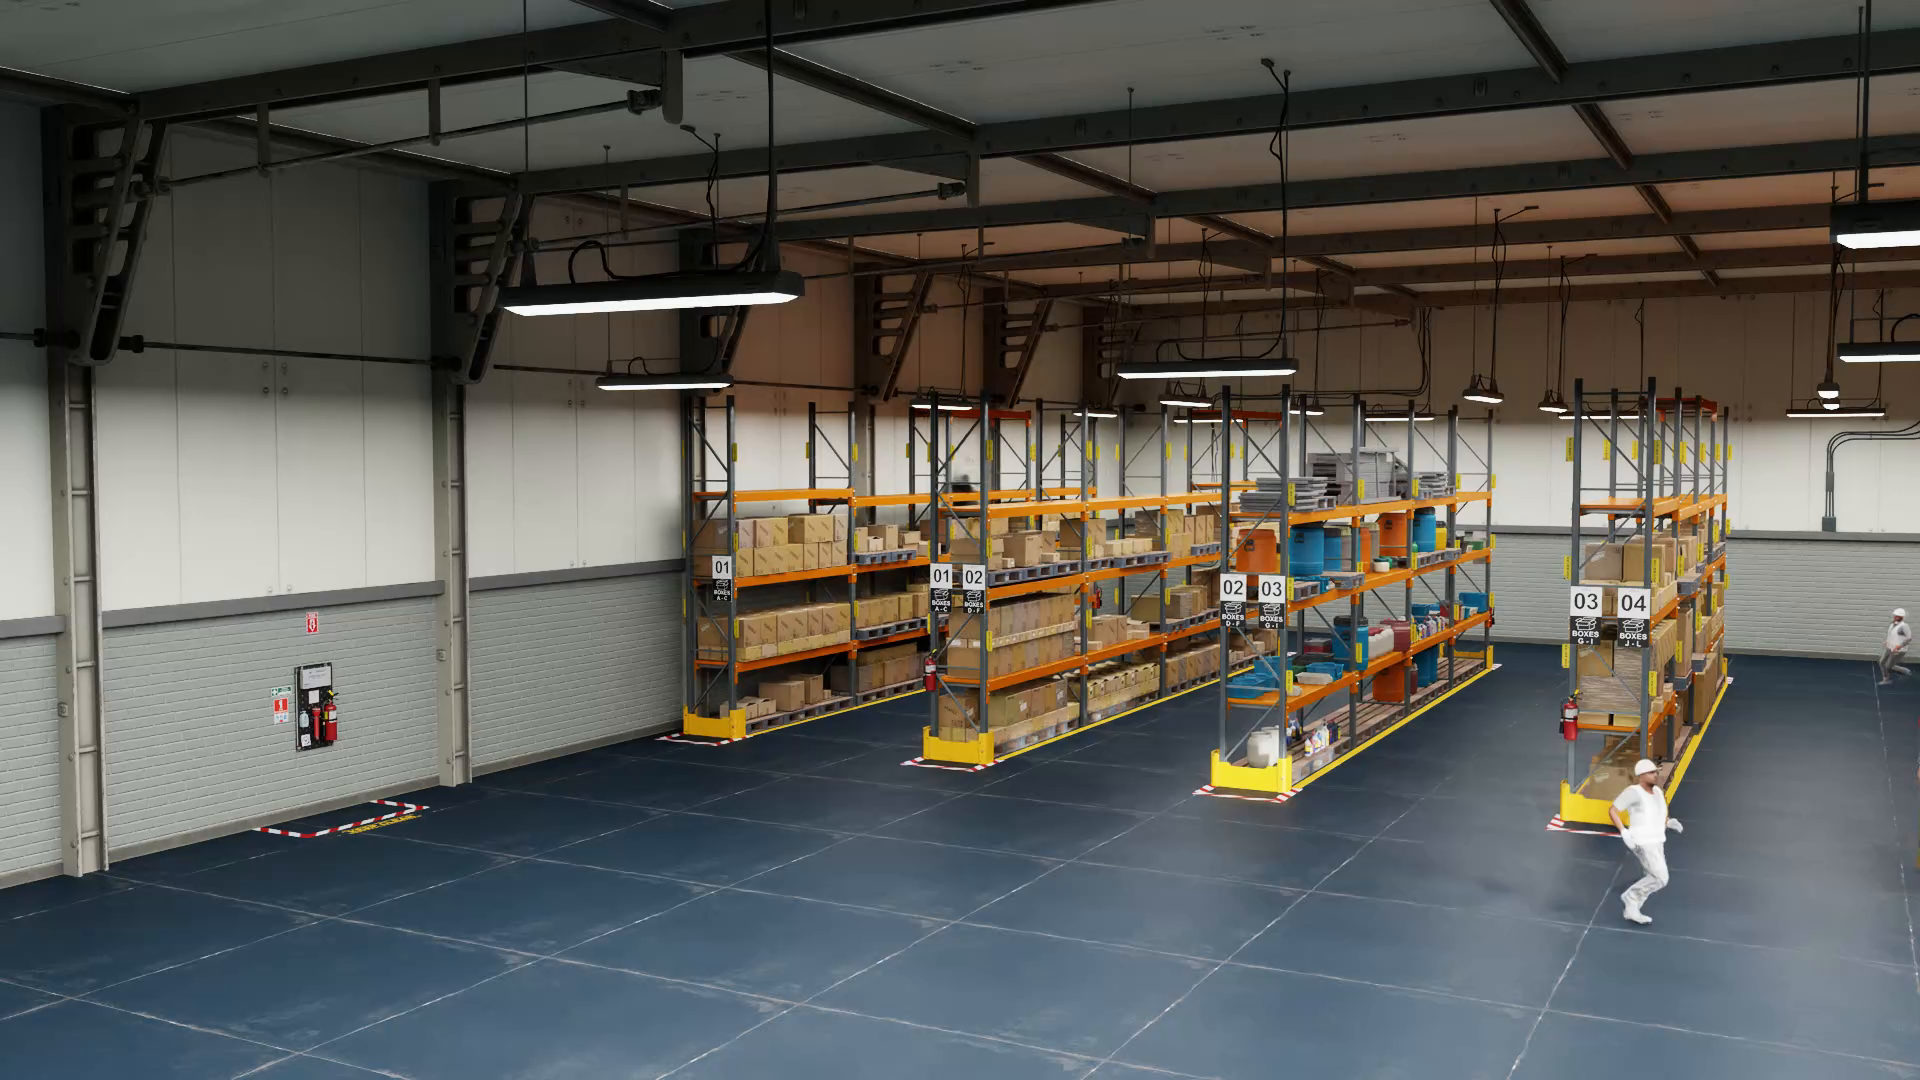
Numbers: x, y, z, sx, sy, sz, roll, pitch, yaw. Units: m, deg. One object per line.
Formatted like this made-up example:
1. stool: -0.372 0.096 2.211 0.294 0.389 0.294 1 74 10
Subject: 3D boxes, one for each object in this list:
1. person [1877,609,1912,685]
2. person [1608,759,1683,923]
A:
1. person: 20.113 2.304 35.585 0.611 1.695 0.758 0 3 2
2. person: 7.281 3.191 17.532 0.670 1.737 0.624 -2 4 -38
